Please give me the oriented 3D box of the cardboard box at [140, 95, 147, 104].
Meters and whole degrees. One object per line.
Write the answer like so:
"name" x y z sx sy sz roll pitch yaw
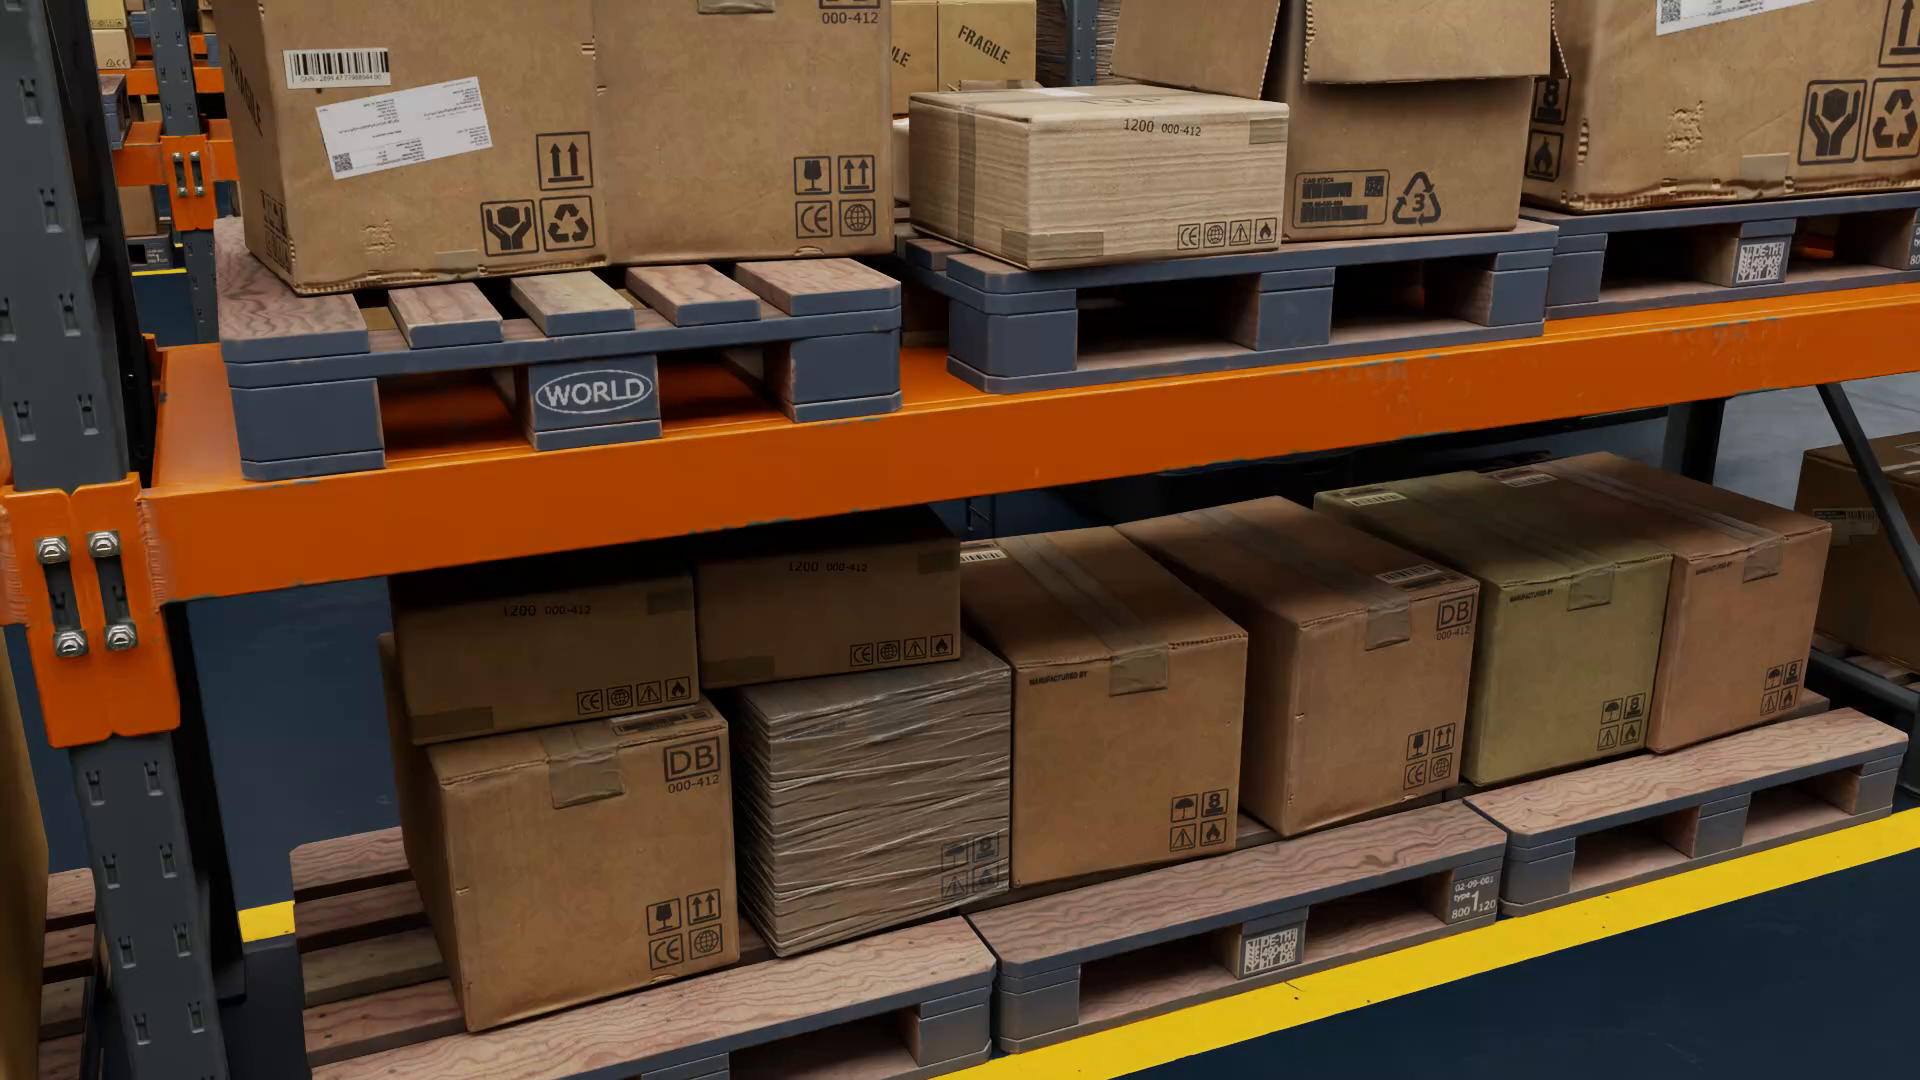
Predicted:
"cardboard box" -7.644 -4.107 15.323 0.250 0.149 0.380 -9 21 -25

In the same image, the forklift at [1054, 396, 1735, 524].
"forklift" 1.815 -1.675 6.365 3.031 2.935 1.130 -9 21 -24

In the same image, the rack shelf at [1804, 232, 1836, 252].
"rack shelf" 4.114 -0.839 4.970 4.000 0.370 1.077 -8 21 -22

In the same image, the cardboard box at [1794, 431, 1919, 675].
"cardboard box" 2.660 0.026 4.564 0.500 0.500 0.500 -9 21 -24

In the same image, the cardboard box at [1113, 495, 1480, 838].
"cardboard box" 0.746 0.262 3.864 0.500 0.500 0.700 -10 22 -27

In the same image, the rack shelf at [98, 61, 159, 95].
"rack shelf" -7.157 -2.808 10.564 4.000 0.370 1.077 -8 21 -22

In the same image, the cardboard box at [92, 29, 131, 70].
"cardboard box" -5.682 -3.194 10.803 0.500 0.250 0.500 -9 21 -24

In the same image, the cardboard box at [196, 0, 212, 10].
"cardboard box" -4.816 -3.785 11.024 0.500 0.500 0.500 -9 21 -23

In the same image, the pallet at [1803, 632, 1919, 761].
"pallet" 2.880 0.301 4.848 1.213 0.211 1.003 -8 21 -22

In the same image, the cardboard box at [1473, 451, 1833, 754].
"cardboard box" 1.705 0.131 4.235 0.500 0.500 0.700 -10 22 -26

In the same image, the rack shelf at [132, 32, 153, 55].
"rack shelf" -9.127 -4.321 14.862 4.000 0.370 1.077 -8 21 -22

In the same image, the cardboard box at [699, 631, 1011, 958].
"cardboard box" -0.284 0.412 3.437 0.500 0.500 0.700 -10 22 -26

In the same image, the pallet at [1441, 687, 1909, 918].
"pallet" 1.563 0.503 4.275 1.213 0.211 1.003 -8 21 -22

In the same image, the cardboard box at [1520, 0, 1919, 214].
"cardboard box" 1.492 -1.334 3.759 1.000 1.000 1.000 -8 21 -22

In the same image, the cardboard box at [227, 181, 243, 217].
"cardboard box" -4.798 -2.441 11.761 0.625 0.372 0.950 -10 22 -26

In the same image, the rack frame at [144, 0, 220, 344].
"rack frame" -3.267 -1.914 6.943 0.127 3.000 1.000 -8 21 -22

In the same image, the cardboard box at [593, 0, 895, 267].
"cardboard box" -0.443 -0.821 3.054 0.500 0.500 0.700 -5 20 -14

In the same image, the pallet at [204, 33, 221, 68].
"pallet" -4.709 -3.446 11.582 1.003 0.211 1.213 -8 21 -22

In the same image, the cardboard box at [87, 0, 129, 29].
"cardboard box" -5.665 -3.435 10.733 0.500 0.250 0.500 -8 21 -22

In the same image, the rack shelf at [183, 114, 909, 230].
"rack shelf" -1.431 -1.838 7.809 4.000 0.370 1.077 -8 21 -22

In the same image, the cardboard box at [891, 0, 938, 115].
"cardboard box" -0.432 -2.271 7.805 0.500 0.500 0.500 -8 21 -23

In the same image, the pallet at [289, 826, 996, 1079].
"pallet" -0.677 0.824 3.363 1.213 0.211 1.003 -8 21 -22

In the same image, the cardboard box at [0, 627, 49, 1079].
"cardboard box" -2.037 0.500 2.653 0.875 0.875 1.225 -9 21 -24

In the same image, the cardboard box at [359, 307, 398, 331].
"cardboard box" -2.673 -1.104 7.396 0.750 0.750 1.050 -8 21 -23

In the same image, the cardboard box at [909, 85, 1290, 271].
"cardboard box" 0.235 -0.666 2.991 0.500 0.250 0.500 -9 21 -23

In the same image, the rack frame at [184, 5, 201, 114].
"rack frame" -7.290 -4.924 15.490 0.127 3.000 1.000 -8 21 -22

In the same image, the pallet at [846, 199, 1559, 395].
"pallet" 0.406 -0.571 3.416 1.213 0.211 1.003 -8 21 -22

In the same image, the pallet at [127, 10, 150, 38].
"pallet" -7.885 -4.723 15.208 1.003 0.211 1.213 -8 21 -22

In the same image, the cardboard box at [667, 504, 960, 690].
"cardboard box" -0.309 0.059 3.310 0.500 0.250 0.500 -6 20 -16

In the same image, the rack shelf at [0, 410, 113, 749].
"rack shelf" -3.232 0.214 1.981 4.000 0.370 1.077 -8 21 -22

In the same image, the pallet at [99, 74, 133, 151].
"pallet" -3.879 -1.698 6.616 1.003 0.211 1.213 -8 21 -22

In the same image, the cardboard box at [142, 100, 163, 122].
"cardboard box" -7.594 -3.822 15.491 0.500 0.500 0.500 -8 21 -20

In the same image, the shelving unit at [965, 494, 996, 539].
"shelving unit" -0.152 -0.544 5.761 0.503 1.200 0.258 -8 21 -22
